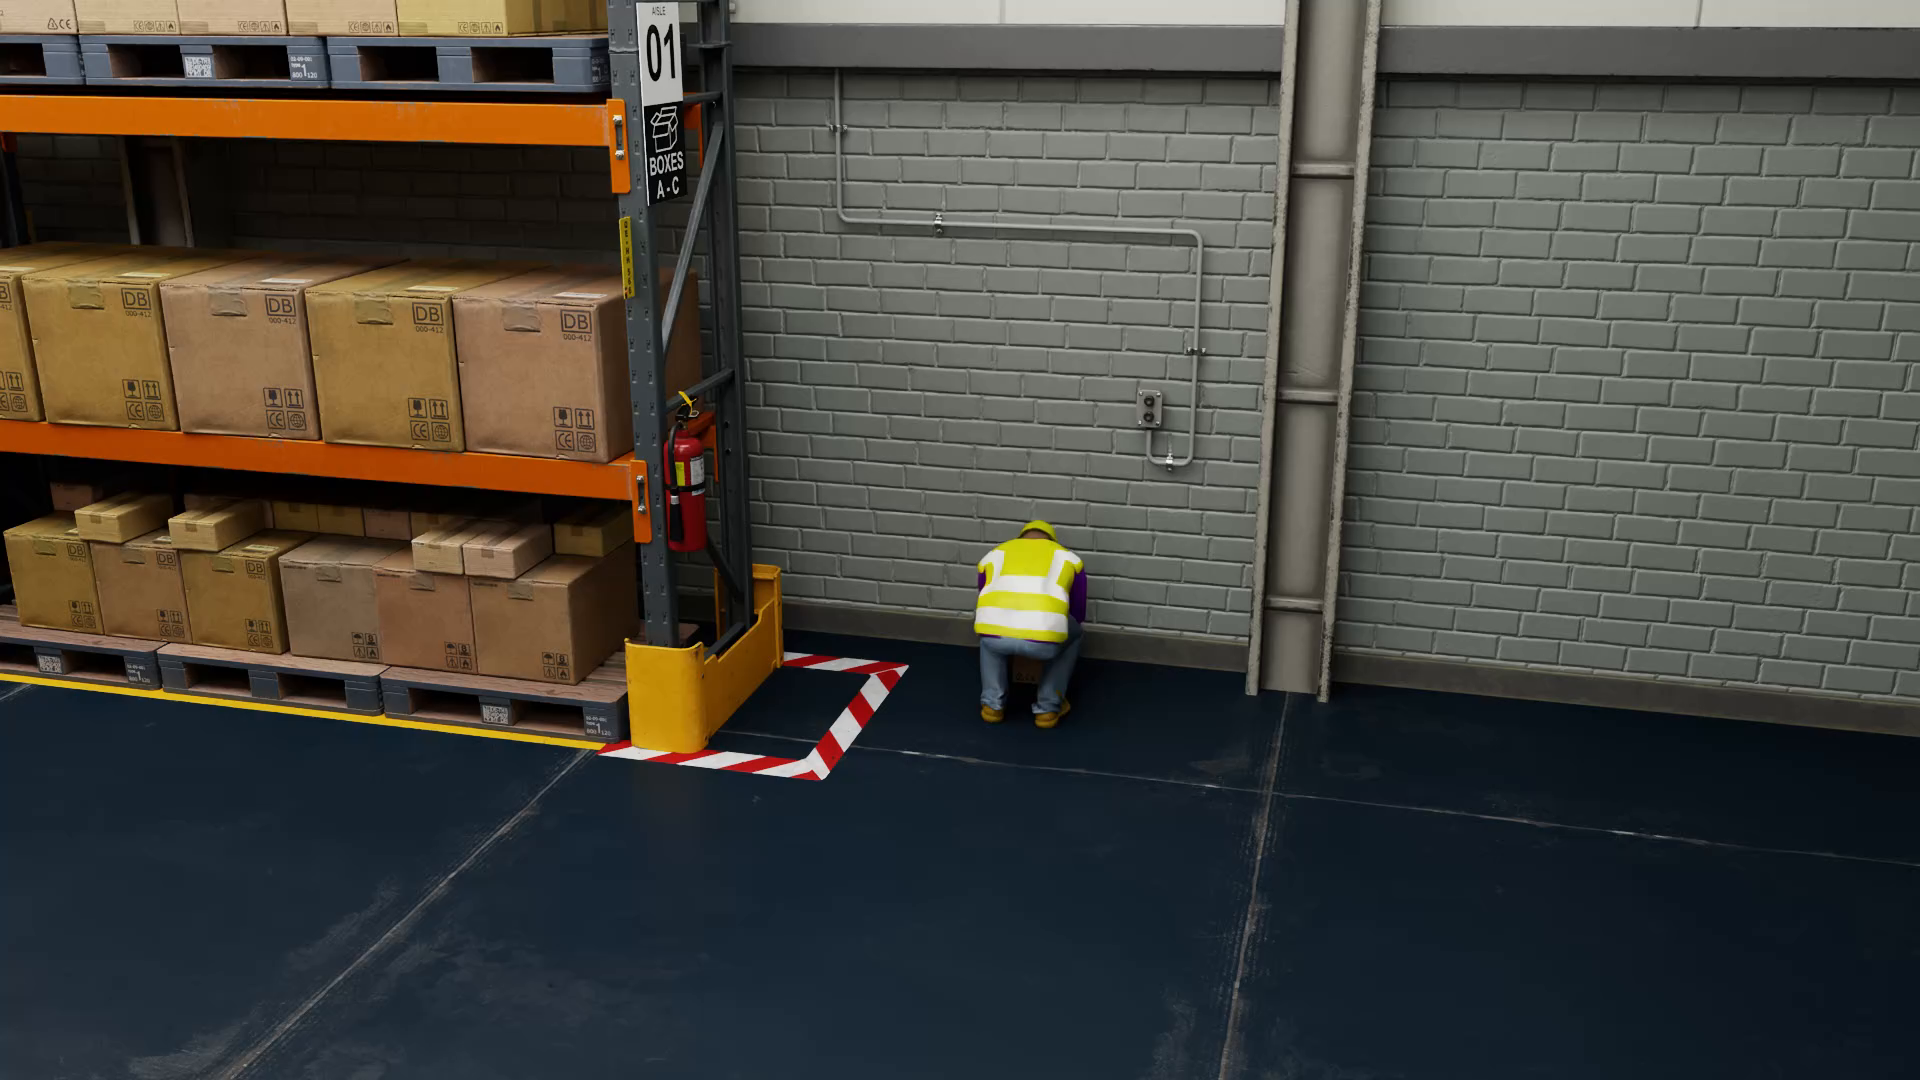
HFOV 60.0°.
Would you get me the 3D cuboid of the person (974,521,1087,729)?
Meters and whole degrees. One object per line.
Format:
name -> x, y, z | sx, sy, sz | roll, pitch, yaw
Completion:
person -> 0.317, 0.404, 7.890 | 0.526, 0.805, 0.964 | 4, 19, 12
